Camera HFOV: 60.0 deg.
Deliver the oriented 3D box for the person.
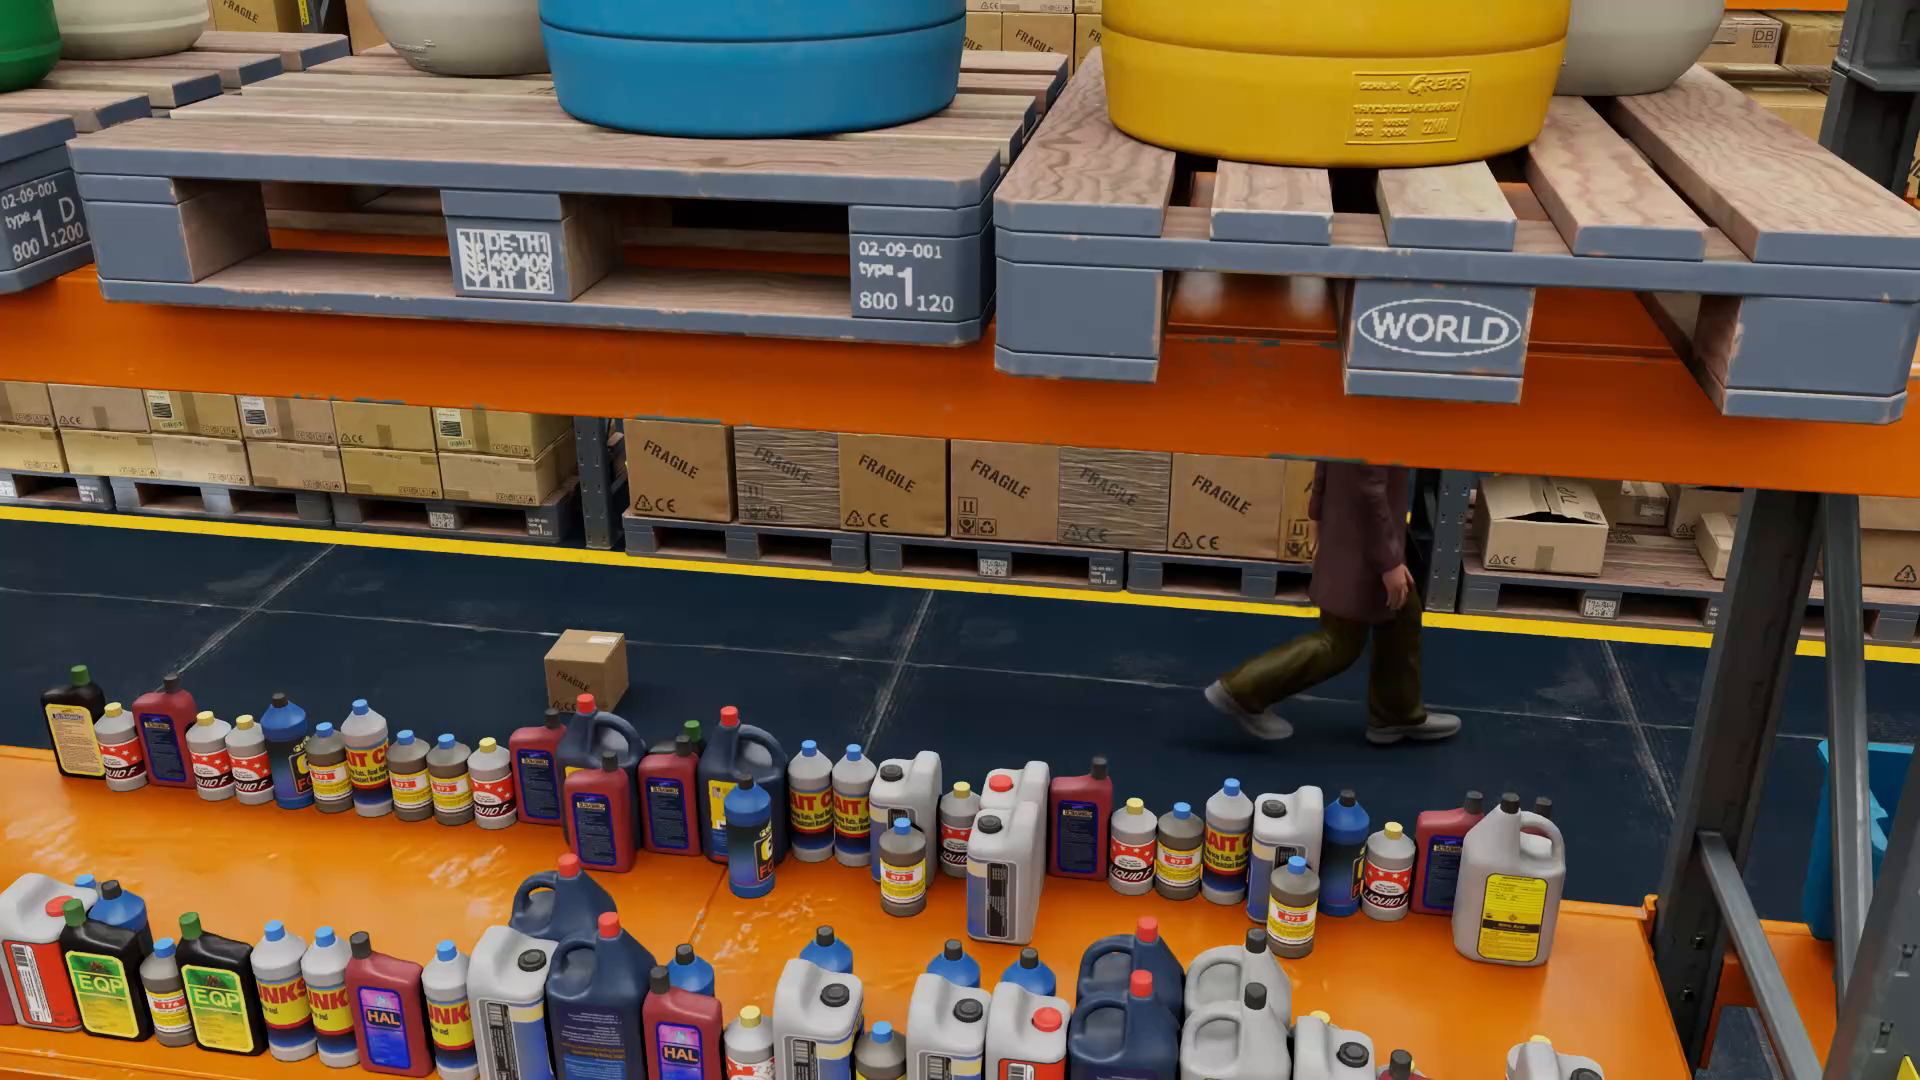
[{"bbox_3d":[1.445,-0.003,6.117,1.012,1.741,0.605,2,25,5],"label":"person"}]
